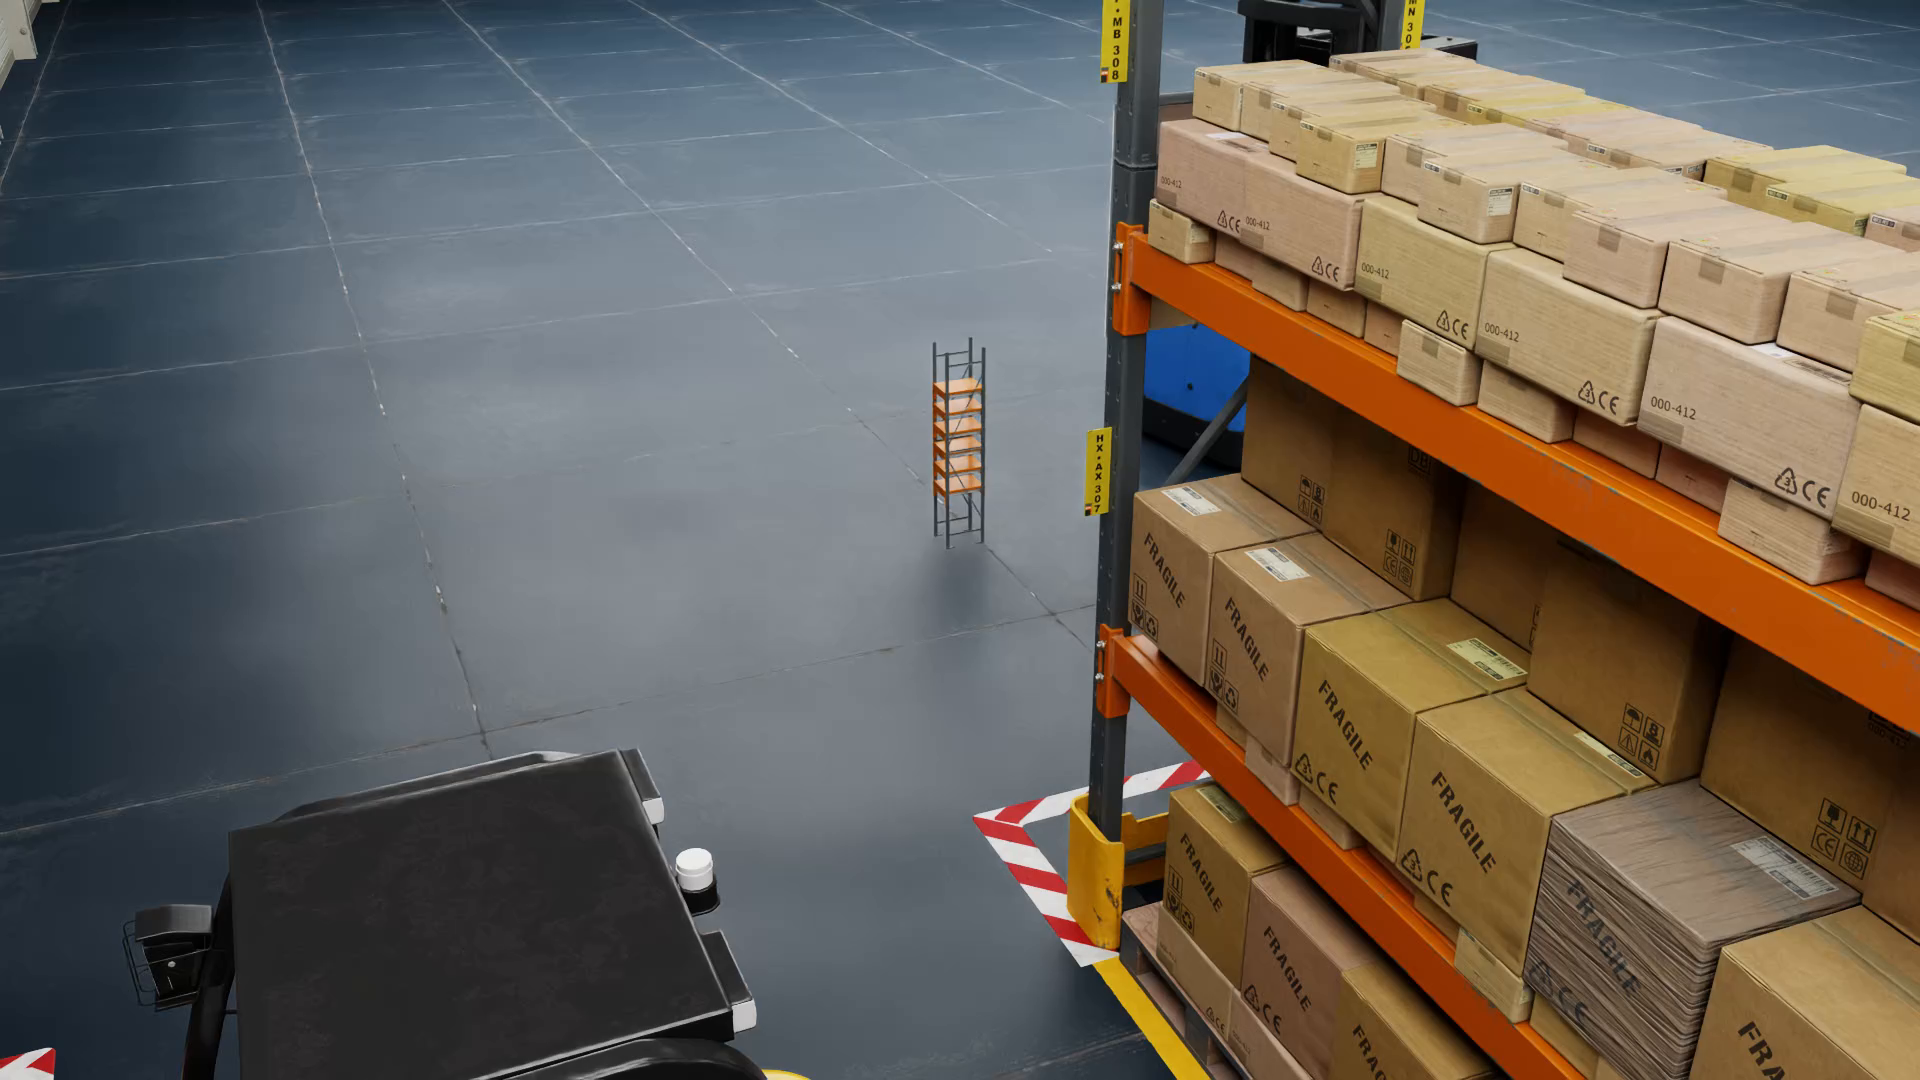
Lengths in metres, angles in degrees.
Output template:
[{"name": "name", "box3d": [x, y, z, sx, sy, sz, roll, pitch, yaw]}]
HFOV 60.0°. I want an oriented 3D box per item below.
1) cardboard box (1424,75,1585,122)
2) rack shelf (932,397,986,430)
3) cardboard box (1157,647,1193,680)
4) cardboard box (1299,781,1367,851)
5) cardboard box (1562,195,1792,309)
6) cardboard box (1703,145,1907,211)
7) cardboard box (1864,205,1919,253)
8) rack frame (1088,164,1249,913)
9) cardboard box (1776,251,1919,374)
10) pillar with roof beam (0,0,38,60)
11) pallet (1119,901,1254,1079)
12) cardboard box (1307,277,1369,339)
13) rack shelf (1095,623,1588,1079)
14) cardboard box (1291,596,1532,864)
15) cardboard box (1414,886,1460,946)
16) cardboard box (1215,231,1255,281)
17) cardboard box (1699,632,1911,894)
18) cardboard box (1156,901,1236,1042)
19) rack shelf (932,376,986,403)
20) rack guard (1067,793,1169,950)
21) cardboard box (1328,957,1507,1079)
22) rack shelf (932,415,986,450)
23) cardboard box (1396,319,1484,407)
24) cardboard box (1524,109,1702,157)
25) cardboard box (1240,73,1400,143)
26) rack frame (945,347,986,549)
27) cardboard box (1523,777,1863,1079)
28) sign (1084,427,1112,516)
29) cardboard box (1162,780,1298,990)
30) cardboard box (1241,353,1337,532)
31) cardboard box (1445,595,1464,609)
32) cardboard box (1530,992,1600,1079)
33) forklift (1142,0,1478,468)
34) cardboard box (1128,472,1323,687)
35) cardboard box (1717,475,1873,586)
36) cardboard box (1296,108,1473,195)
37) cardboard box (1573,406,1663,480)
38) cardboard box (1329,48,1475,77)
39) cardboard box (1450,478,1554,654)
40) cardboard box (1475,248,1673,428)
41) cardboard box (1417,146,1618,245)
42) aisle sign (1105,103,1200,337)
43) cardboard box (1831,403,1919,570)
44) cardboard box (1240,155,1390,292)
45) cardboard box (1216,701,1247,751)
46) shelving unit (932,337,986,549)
[{"name": "cardboard box", "box3d": [1.573, -1.240, 4.829, 0.380, 0.149, 0.250, -11, 28, -21]}, {"name": "rack shelf", "box3d": [-0.006, -0.721, 9.413, 0.258, 0.103, 0.180, -11, 28, -21]}, {"name": "cardboard box", "box3d": [0.929, 0.343, 5.915, 0.380, 0.149, 0.250, -10, 28, -20]}, {"name": "cardboard box", "box3d": [1.259, 0.772, 5.035, 0.380, 0.149, 0.250, -10, 28, -19]}, {"name": "cardboard box", "box3d": [1.533, -0.621, 3.562, 0.380, 0.149, 0.250, -10, 28, -20]}, {"name": "cardboard box", "box3d": [2.022, -0.837, 4.004, 0.380, 0.149, 0.250, -10, 28, -19]}, {"name": "cardboard box", "box3d": [2.169, -0.621, 3.561, 0.380, 0.149, 0.250, -11, 28, -21]}, {"name": "rack frame", "box3d": [0.986, 0.057, 6.214, 1.000, 3.000, 0.127, -11, 28, -21]}, {"name": "cardboard box", "box3d": [1.806, -0.430, 3.170, 0.380, 0.149, 0.250, -11, 28, -22]}, {"name": "pillar with roof beam", "box3d": [-9.574, -11.777, 23.614, 9.100, 9.000, 0.400, -11, 28, -21]}, {"name": "pallet", "box3d": [1.302, 1.675, 6.079, 1.003, 0.211, 1.213, -11, 28, -21]}, {"name": "cardboard box", "box3d": [1.194, -0.689, 4.609, 0.380, 0.149, 0.250, -11, 28, -21]}, {"name": "rack shelf", "box3d": [1.770, 1.188, 4.718, 1.077, 0.370, 4.000, -11, 28, -21]}, {"name": "cardboard box", "box3d": [1.323, 0.532, 4.789, 0.500, 0.500, 0.500, -11, 28, -22]}, {"name": "cardboard box", "box3d": [1.494, 0.980, 4.610, 0.380, 0.149, 0.250, -11, 28, -22]}, {"name": "cardboard box", "box3d": [1.003, -0.897, 5.037, 0.380, 0.149, 0.250, -12, 28, -22]}, {"name": "cardboard box", "box3d": [2.228, 0.412, 3.895, 0.700, 0.500, 0.500, -11, 28, -22]}, {"name": "cardboard box", "box3d": [1.048, 1.477, 5.961, 0.500, 0.250, 0.500, -11, 28, -21]}, {"name": "rack shelf", "box3d": [-0.006, -0.829, 9.360, 0.258, 0.103, 0.180, -11, 28, -21]}, {"name": "rack guard", "box3d": [1.016, 1.211, 6.699, 1.175, 0.500, 0.348, -11, 28, -21]}, {"name": "cardboard box", "box3d": [1.455, 1.564, 4.928, 0.500, 0.500, 0.500, -10, 28, -20]}, {"name": "rack shelf", "box3d": [-0.006, -0.613, 9.466, 0.258, 0.103, 0.180, -11, 28, -21]}, {"name": "cardboard box", "box3d": [1.327, -0.467, 4.155, 0.380, 0.149, 0.250, -10, 28, -20]}, {"name": "cardboard box", "box3d": [1.714, -1.028, 4.396, 0.380, 0.149, 0.250, -11, 28, -21]}, {"name": "cardboard box", "box3d": [1.051, -1.258, 4.867, 0.380, 0.149, 0.250, -11, 28, -21]}, {"name": "rack frame", "box3d": [0.030, -0.508, 9.423, 0.240, 1.200, 0.006, -11, 28, -21]}, {"name": "cardboard box", "box3d": [1.735, 0.942, 3.950, 0.500, 0.500, 0.500, -10, 28, -19]}, {"name": "sign", "box3d": [0.487, -0.238, 5.833, 0.100, 0.325, 0.005, -11, 28, -21]}, {"name": "cardboard box", "box3d": [1.058, 1.150, 5.777, 0.500, 0.500, 0.500, -12, 28, -22]}, {"name": "cardboard box", "box3d": [1.387, -0.402, 5.562, 0.700, 0.500, 0.500, -11, 28, -22]}, {"name": "cardboard box", "box3d": [1.644, 0.253, 5.359, 0.500, 0.500, 0.500, -11, 28, -20]}, {"name": "cardboard box", "box3d": [1.673, 1.190, 4.181, 0.380, 0.149, 0.250, -11, 28, -22]}, {"name": "forklift", "box3d": [2.603, -2.286, 11.092, 3.031, 2.935, 1.130, -20, 32, -35]}, {"name": "cardboard box", "box3d": [0.917, 0.118, 5.637, 0.500, 0.500, 0.500, -11, 28, -21]}, {"name": "cardboard box", "box3d": [1.759, -0.056, 3.313, 0.380, 0.149, 0.250, -10, 28, -19]}, {"name": "cardboard box", "box3d": [1.122, -1.033, 4.405, 0.380, 0.149, 0.250, -11, 28, -21]}, {"name": "cardboard box", "box3d": [1.631, -0.278, 3.769, 0.380, 0.149, 0.250, -11, 28, -21]}, {"name": "cardboard box", "box3d": [1.391, -1.450, 5.260, 0.380, 0.149, 0.250, -10, 28, -20]}, {"name": "cardboard box", "box3d": [1.873, -0.008, 4.755, 0.700, 0.500, 0.500, -11, 28, -21]}, {"name": "cardboard box", "box3d": [1.534, -0.489, 3.745, 0.500, 0.250, 0.500, -10, 28, -20]}, {"name": "cardboard box", "box3d": [1.334, -0.830, 3.989, 0.380, 0.149, 0.250, -10, 28, -19]}, {"name": "aisle sign", "box3d": [0.677, -1.083, 5.585, 0.394, 0.787, 0.004, -11, 28, -21]}, {"name": "cardboard box", "box3d": [1.933, -0.078, 2.904, 0.500, 0.250, 0.500, -11, 28, -21]}, {"name": "cardboard box", "box3d": [1.126, -0.903, 4.594, 0.500, 0.250, 0.500, -11, 28, -21]}, {"name": "cardboard box", "box3d": [1.070, 0.563, 5.463, 0.380, 0.149, 0.250, -12, 28, -22]}, {"name": "shelving unit", "box3d": [-0.006, -0.545, 9.499, 0.258, 1.200, 0.189, -11, 28, -21]}]
